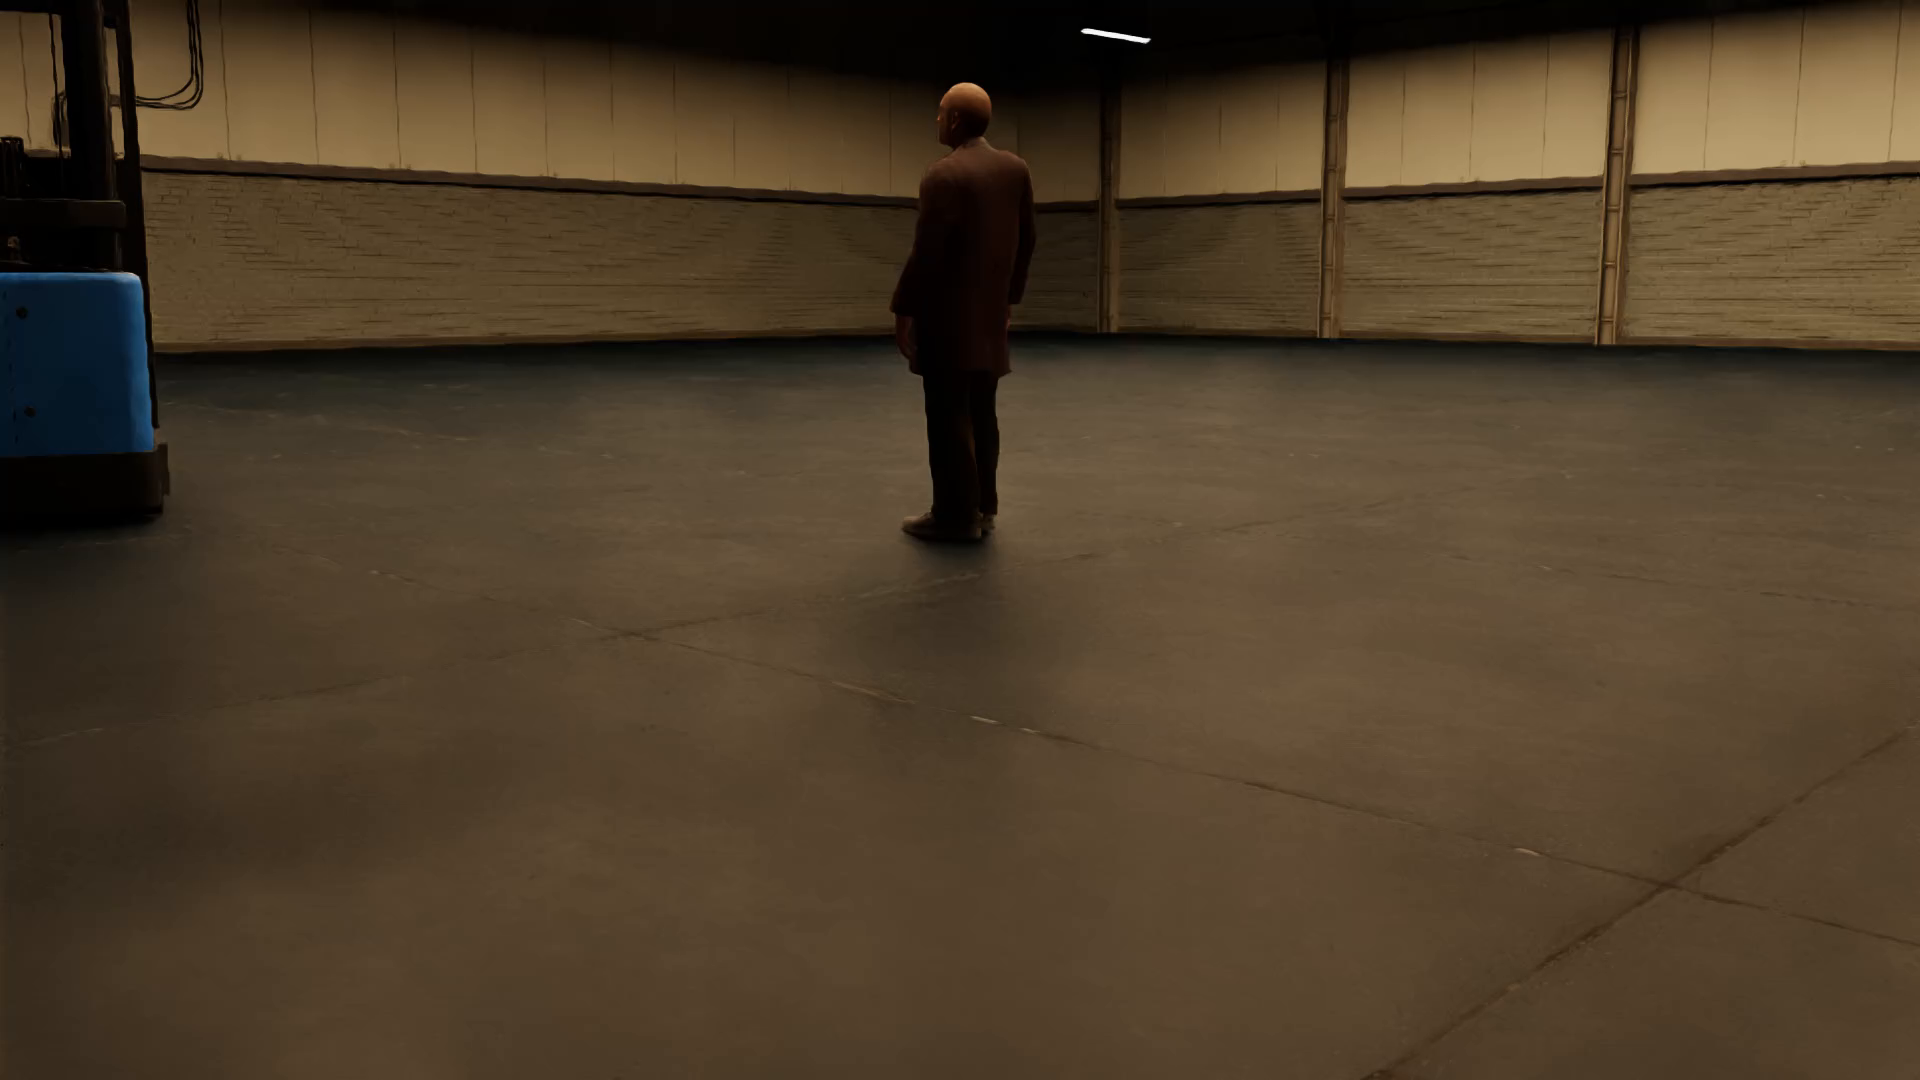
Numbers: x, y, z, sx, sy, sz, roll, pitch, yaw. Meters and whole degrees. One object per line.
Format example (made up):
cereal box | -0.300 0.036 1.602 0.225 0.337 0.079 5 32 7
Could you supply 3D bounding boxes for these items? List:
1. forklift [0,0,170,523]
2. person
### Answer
forklift | -4.578 -1.687 8.081 1.130 2.935 3.031 -4 10 -26
person | -0.063 -0.896 6.650 0.580 1.776 0.694 8 12 43
